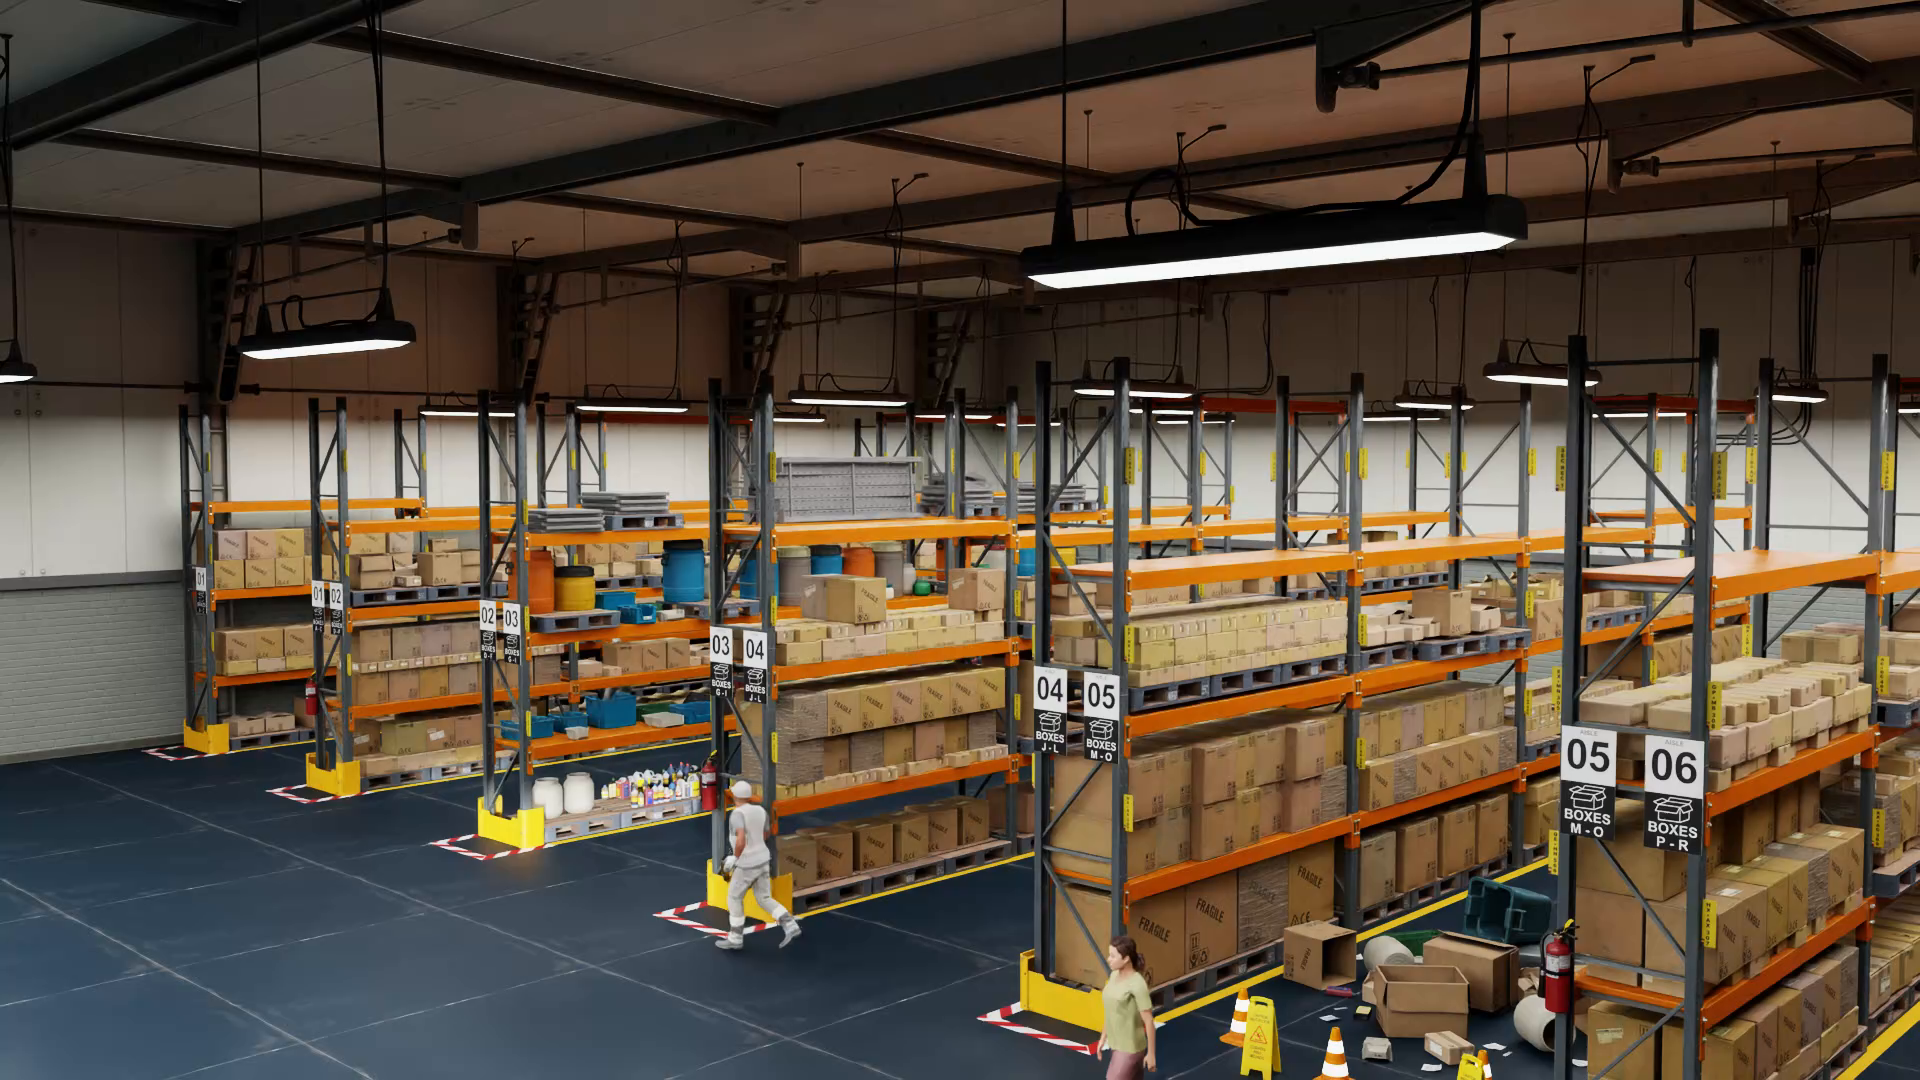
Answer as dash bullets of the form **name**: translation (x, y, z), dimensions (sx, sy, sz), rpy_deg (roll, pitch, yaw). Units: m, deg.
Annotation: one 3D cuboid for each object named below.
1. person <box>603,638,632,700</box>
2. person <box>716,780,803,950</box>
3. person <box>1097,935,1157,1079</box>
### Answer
- **person**: translation (-6.549, 2.674, 31.583), dimensions (0.530, 1.608, 0.982), rpy_deg (1, 3, 24)
- **person**: translation (-2.094, 3.377, 17.183), dimensions (0.946, 1.749, 0.679), rpy_deg (1, 3, 21)
- **person**: translation (1.140, 3.688, 12.040), dimensions (0.829, 1.651, 0.505), rpy_deg (-1, 3, -18)
